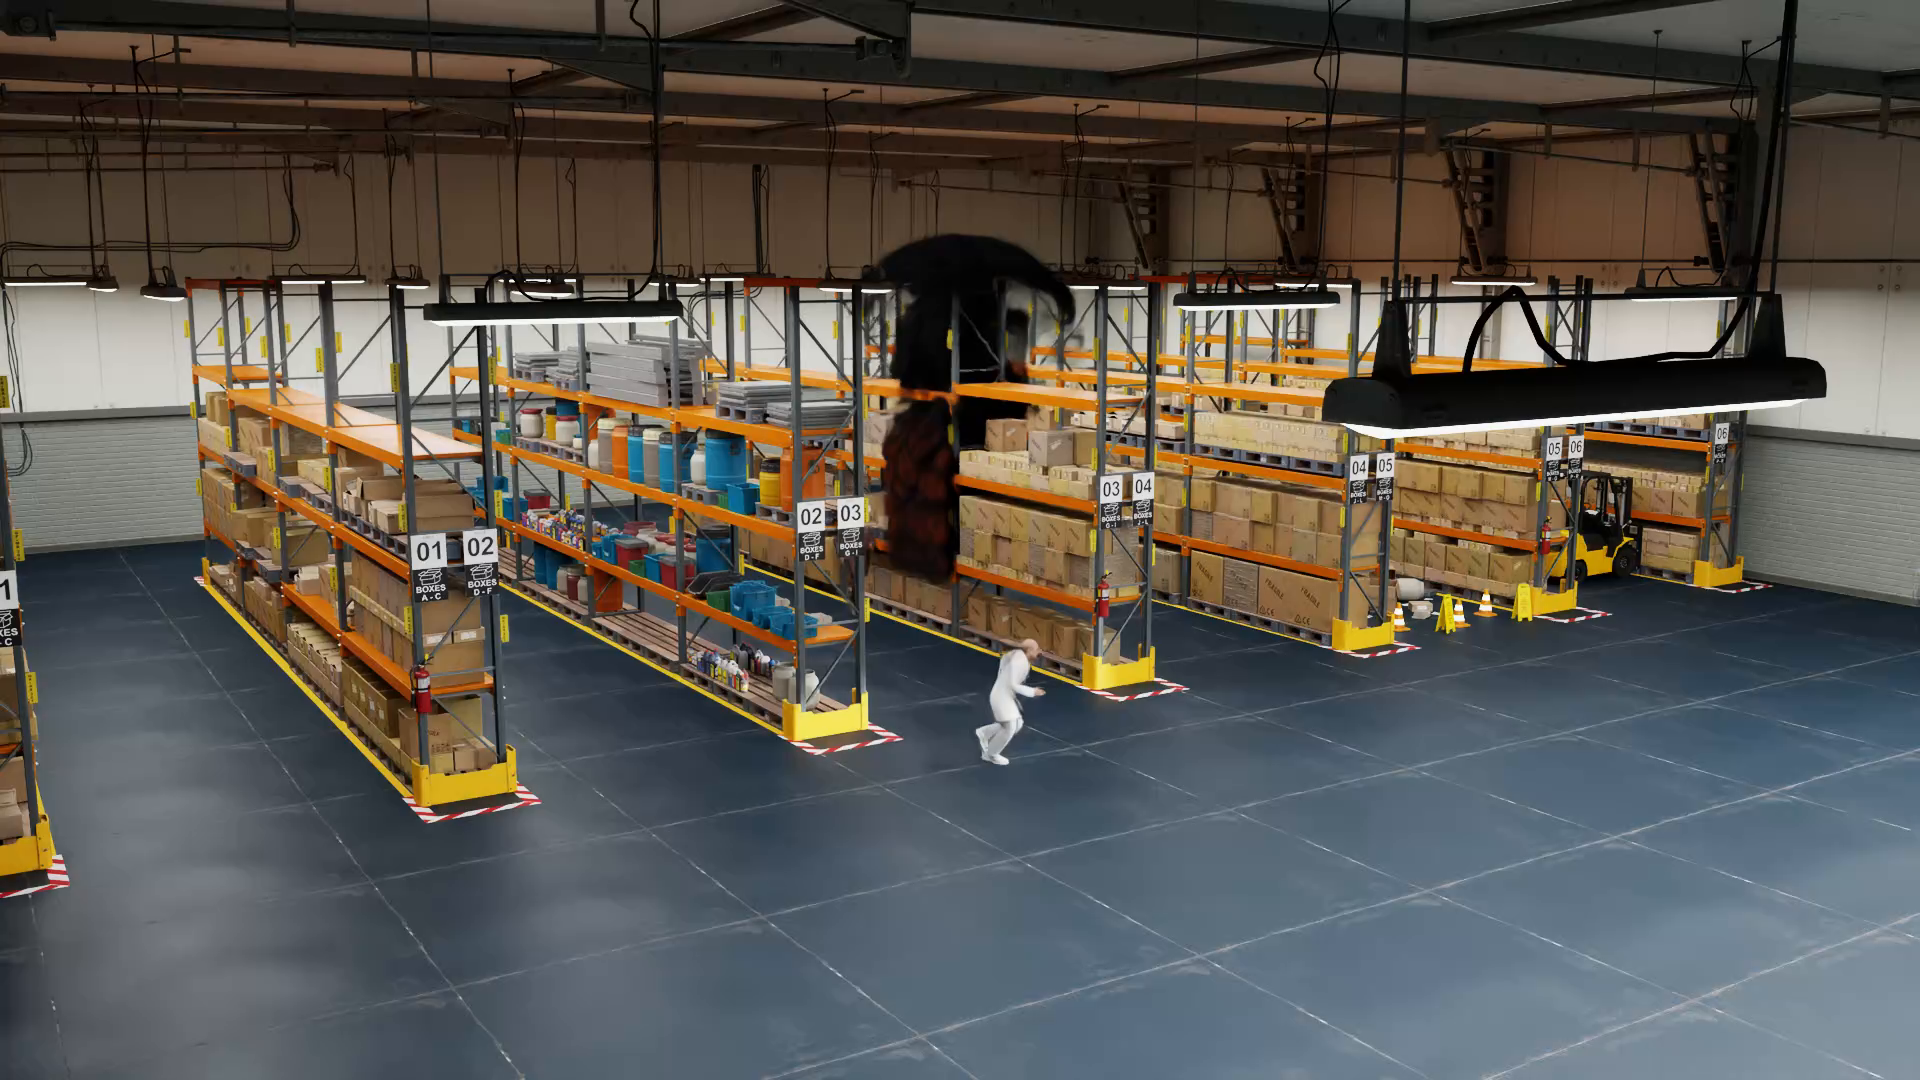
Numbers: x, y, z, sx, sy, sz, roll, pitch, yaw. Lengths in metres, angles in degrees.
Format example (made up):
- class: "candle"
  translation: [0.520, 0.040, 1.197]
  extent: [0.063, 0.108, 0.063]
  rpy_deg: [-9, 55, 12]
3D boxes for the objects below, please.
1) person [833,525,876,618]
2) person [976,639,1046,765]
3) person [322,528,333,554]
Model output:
- class: "person"
  translation: [-1.732, 0.423, 28.544]
  extent: [0.683, 1.837, 0.739]
  rpy_deg: [-7, 12, -36]
- class: "person"
  translation: [0.645, 2.037, 21.122]
  extent: [0.892, 1.622, 0.728]
  rpy_deg: [1, 10, 4]
- class: "person"
  translation: [-13.213, -0.157, 34.070]
  extent: [0.624, 1.649, 0.602]
  rpy_deg: [2, 10, 14]
